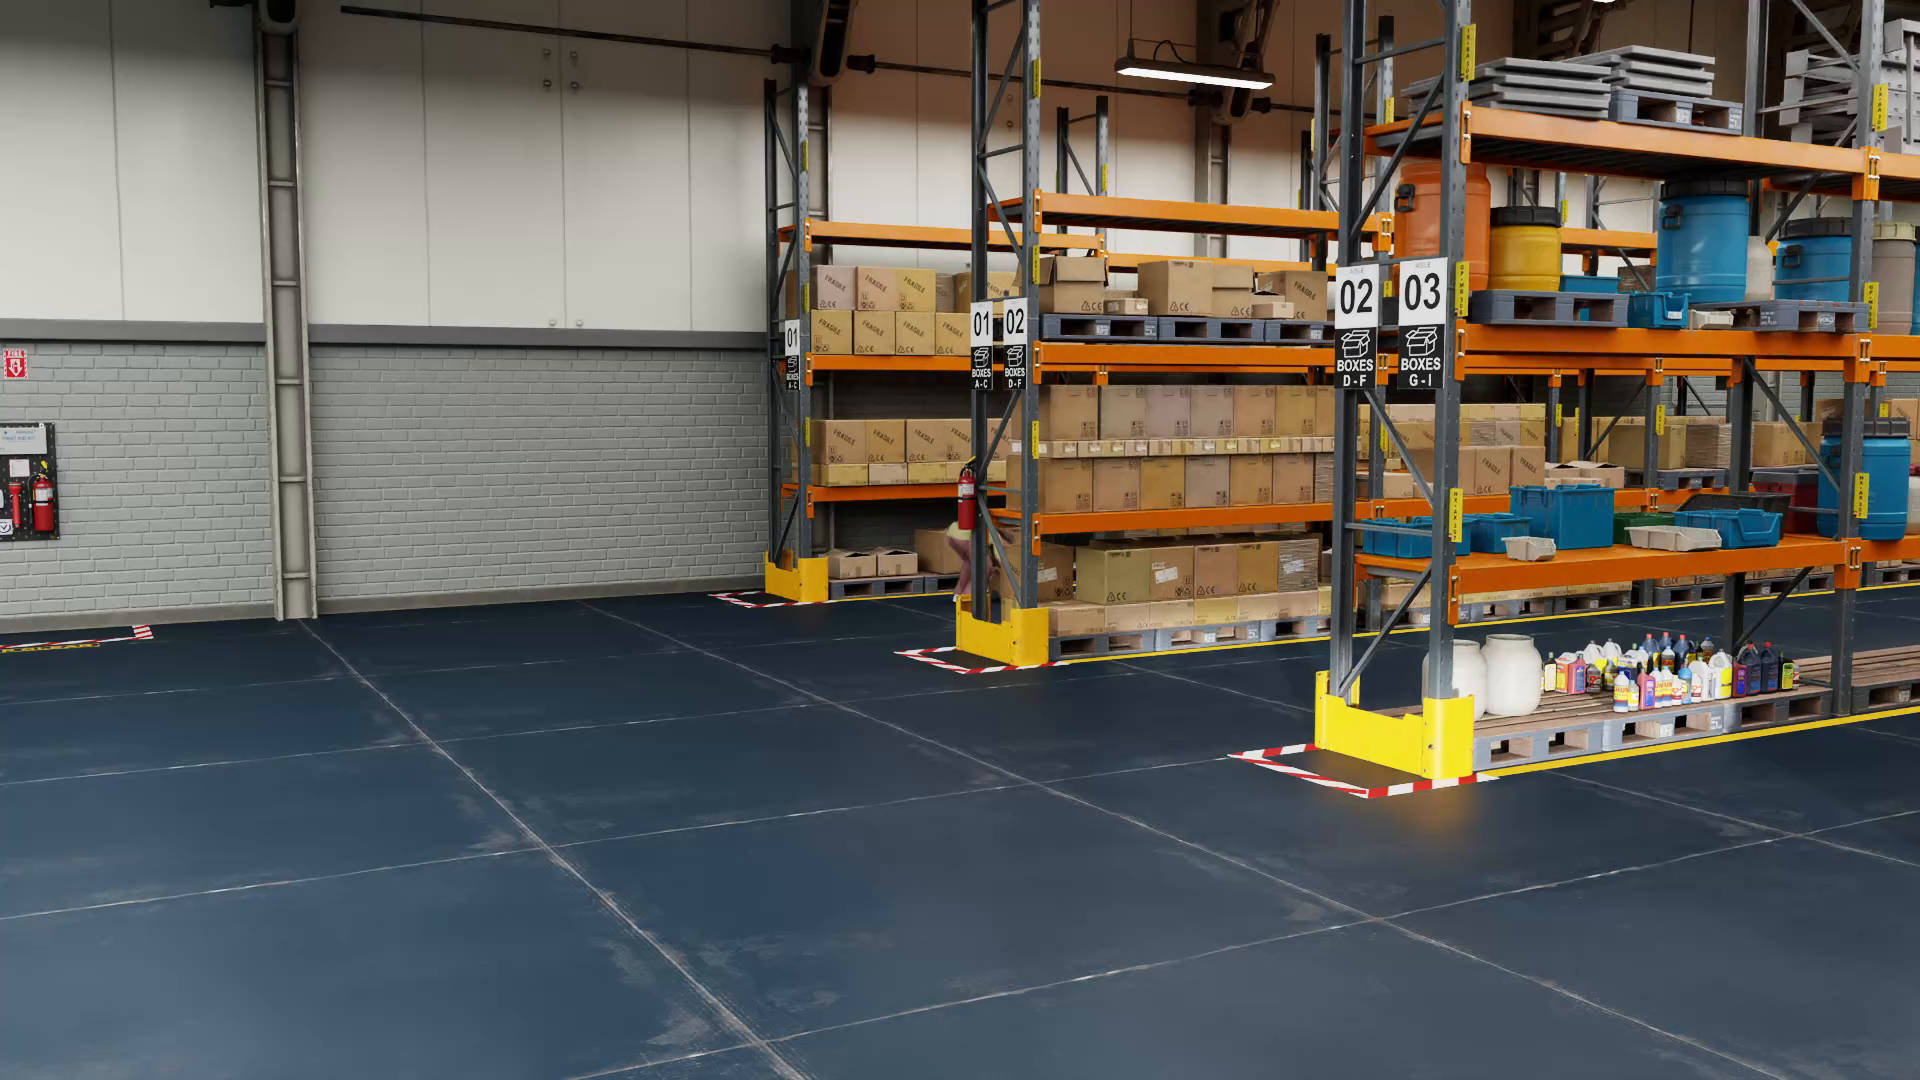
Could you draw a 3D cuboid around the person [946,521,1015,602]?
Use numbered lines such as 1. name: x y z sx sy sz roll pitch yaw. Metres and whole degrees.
1. person: 0.250 0.235 18.921 0.855 0.947 0.461 -3 6 -31
